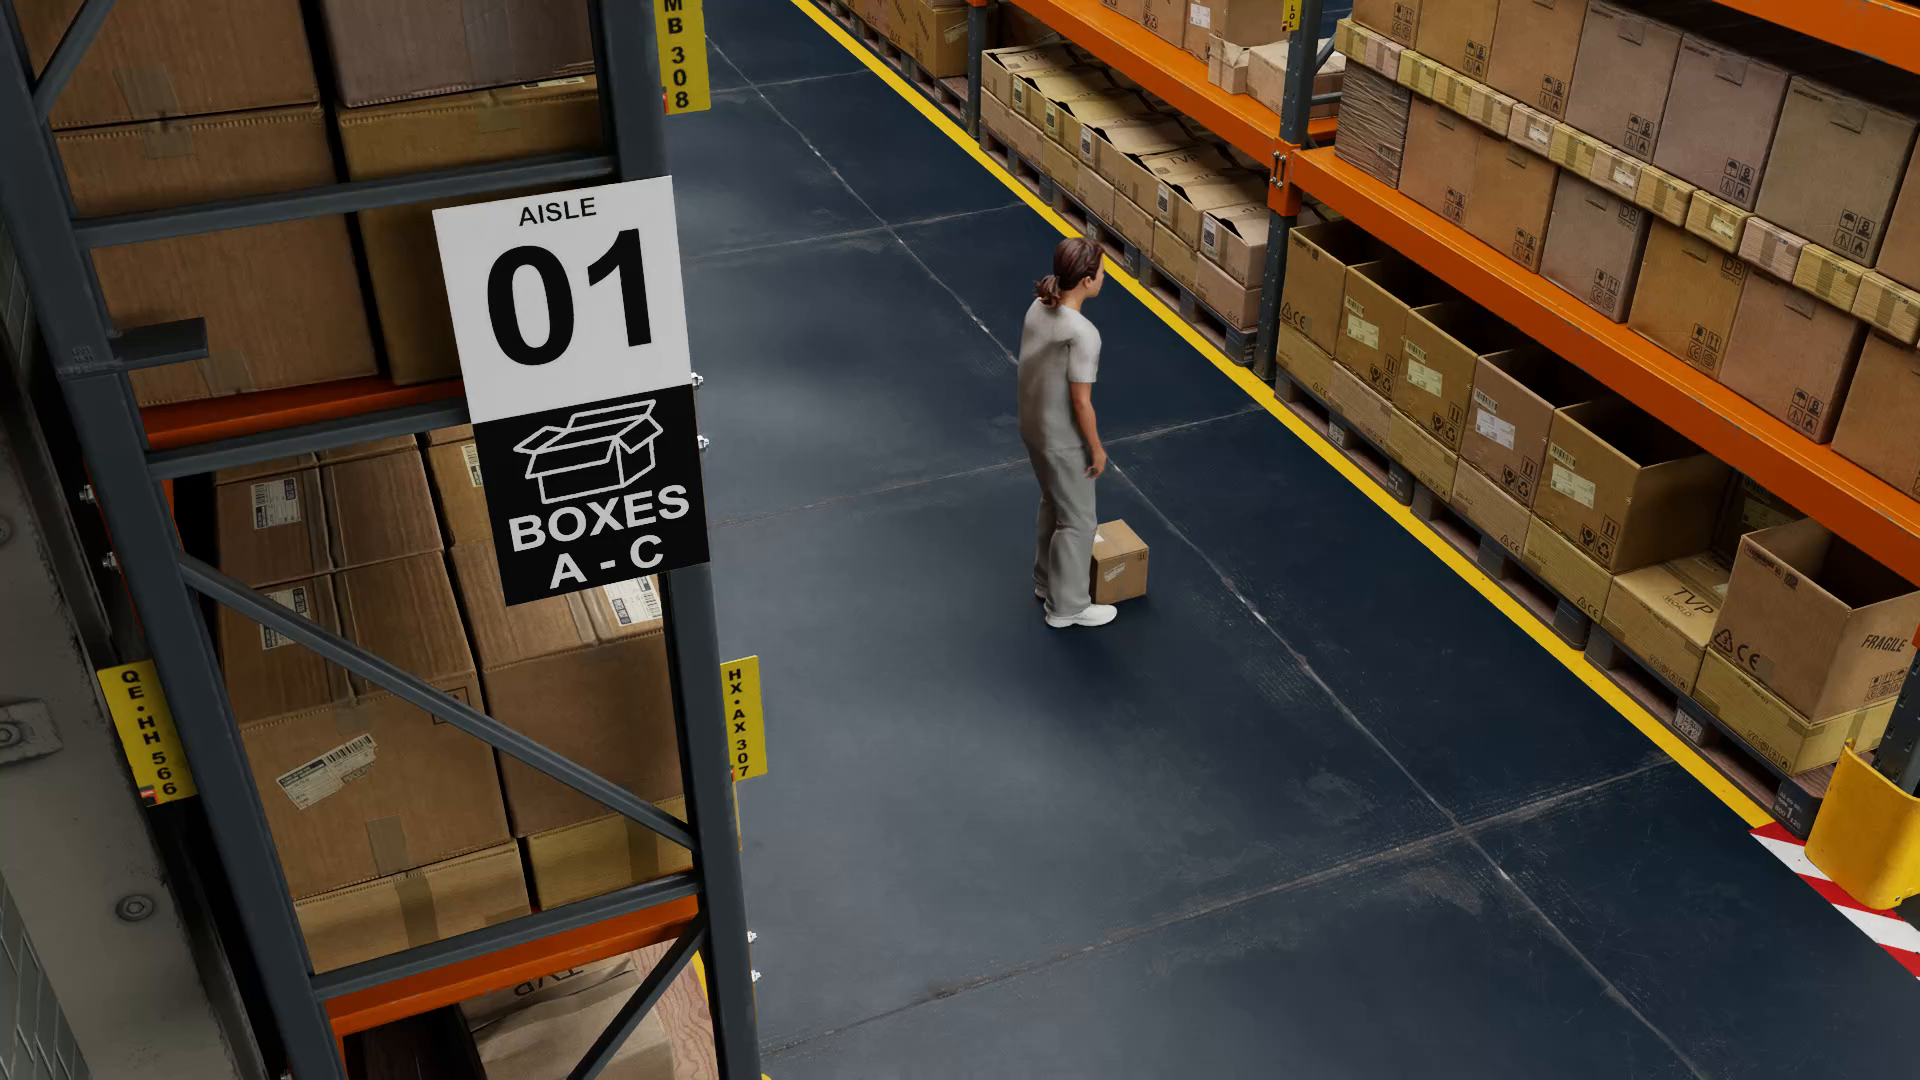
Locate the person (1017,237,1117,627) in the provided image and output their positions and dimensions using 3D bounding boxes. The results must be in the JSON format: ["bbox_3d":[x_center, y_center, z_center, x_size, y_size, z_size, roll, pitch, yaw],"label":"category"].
[{"bbox_3d":[0.450,-0.443,6.809,0.407,1.673,0.511,-15,36,-21],"label":"person"}]
